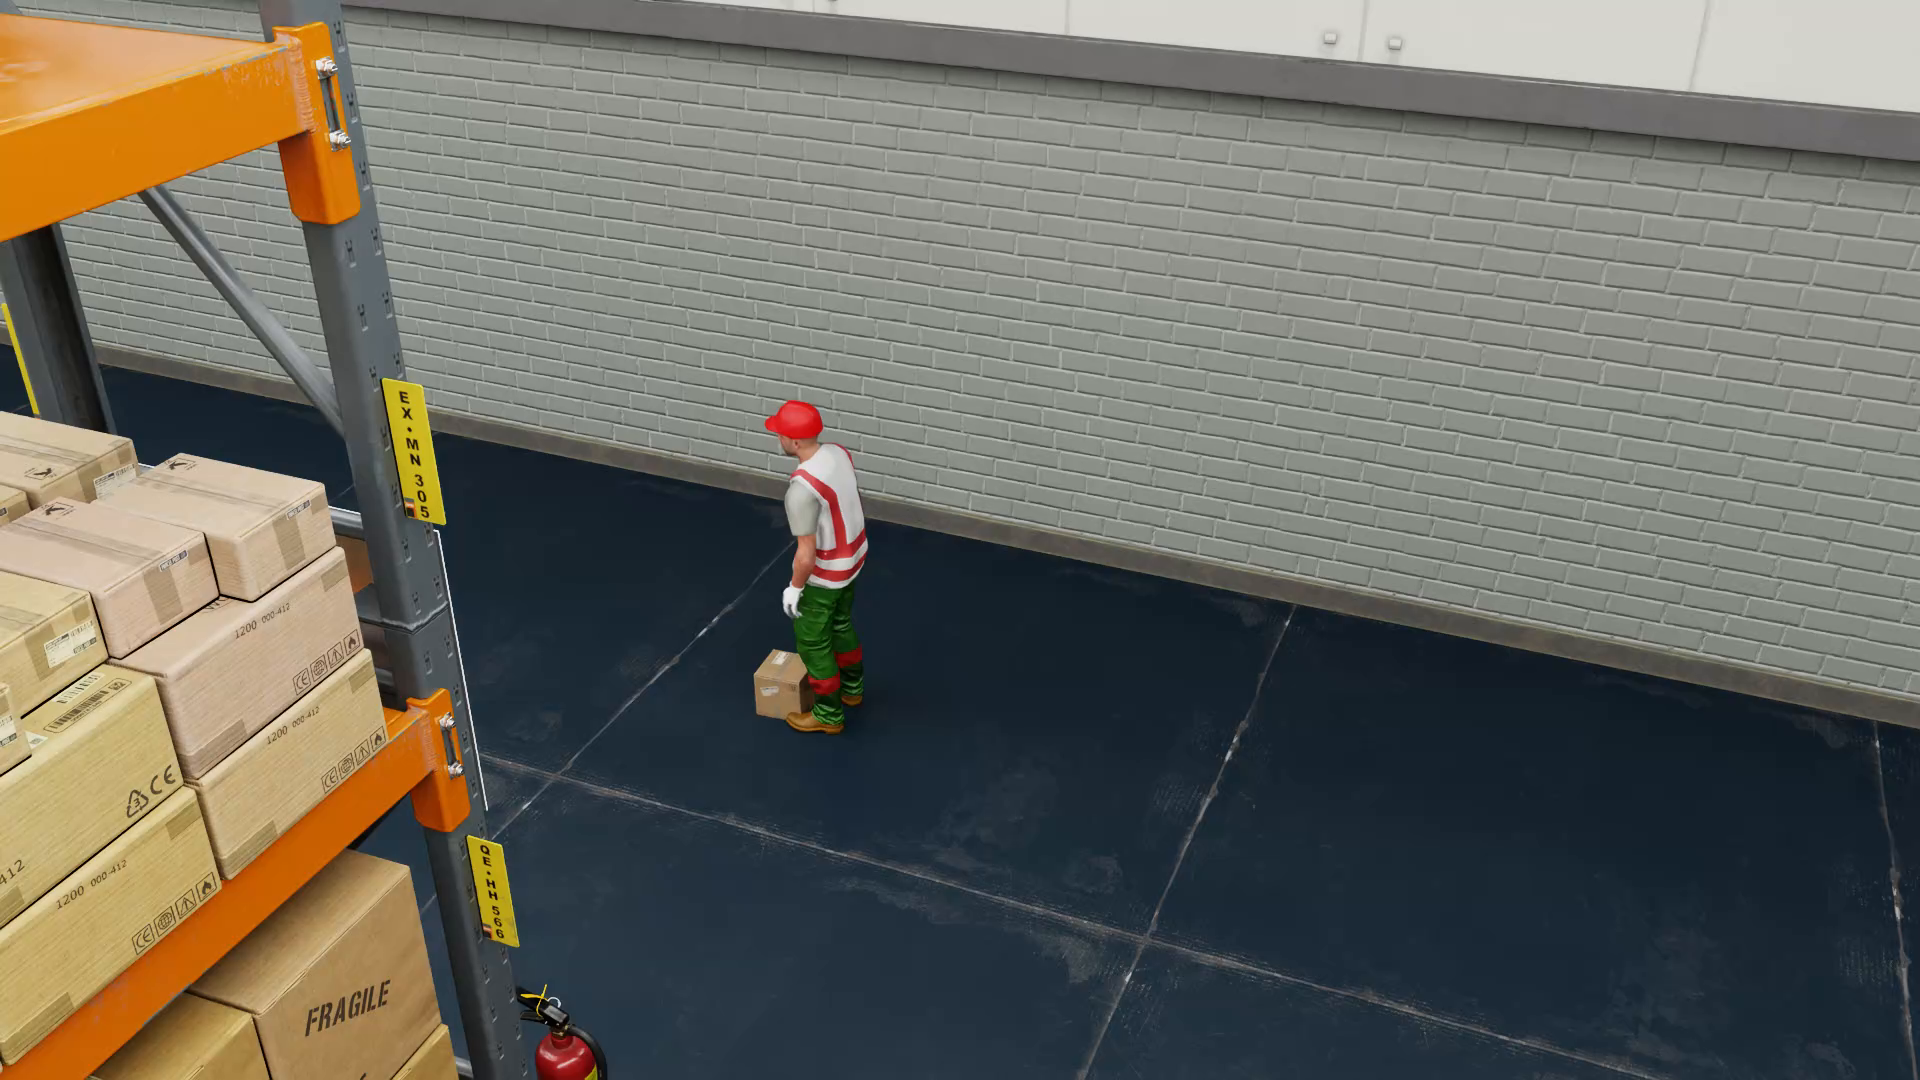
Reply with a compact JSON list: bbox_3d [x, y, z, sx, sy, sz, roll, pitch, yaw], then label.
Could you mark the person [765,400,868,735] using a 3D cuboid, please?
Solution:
[{"bbox_3d":[-0.690,0.134,8.147,0.454,1.779,0.620,11,31,18],"label":"person"}]
